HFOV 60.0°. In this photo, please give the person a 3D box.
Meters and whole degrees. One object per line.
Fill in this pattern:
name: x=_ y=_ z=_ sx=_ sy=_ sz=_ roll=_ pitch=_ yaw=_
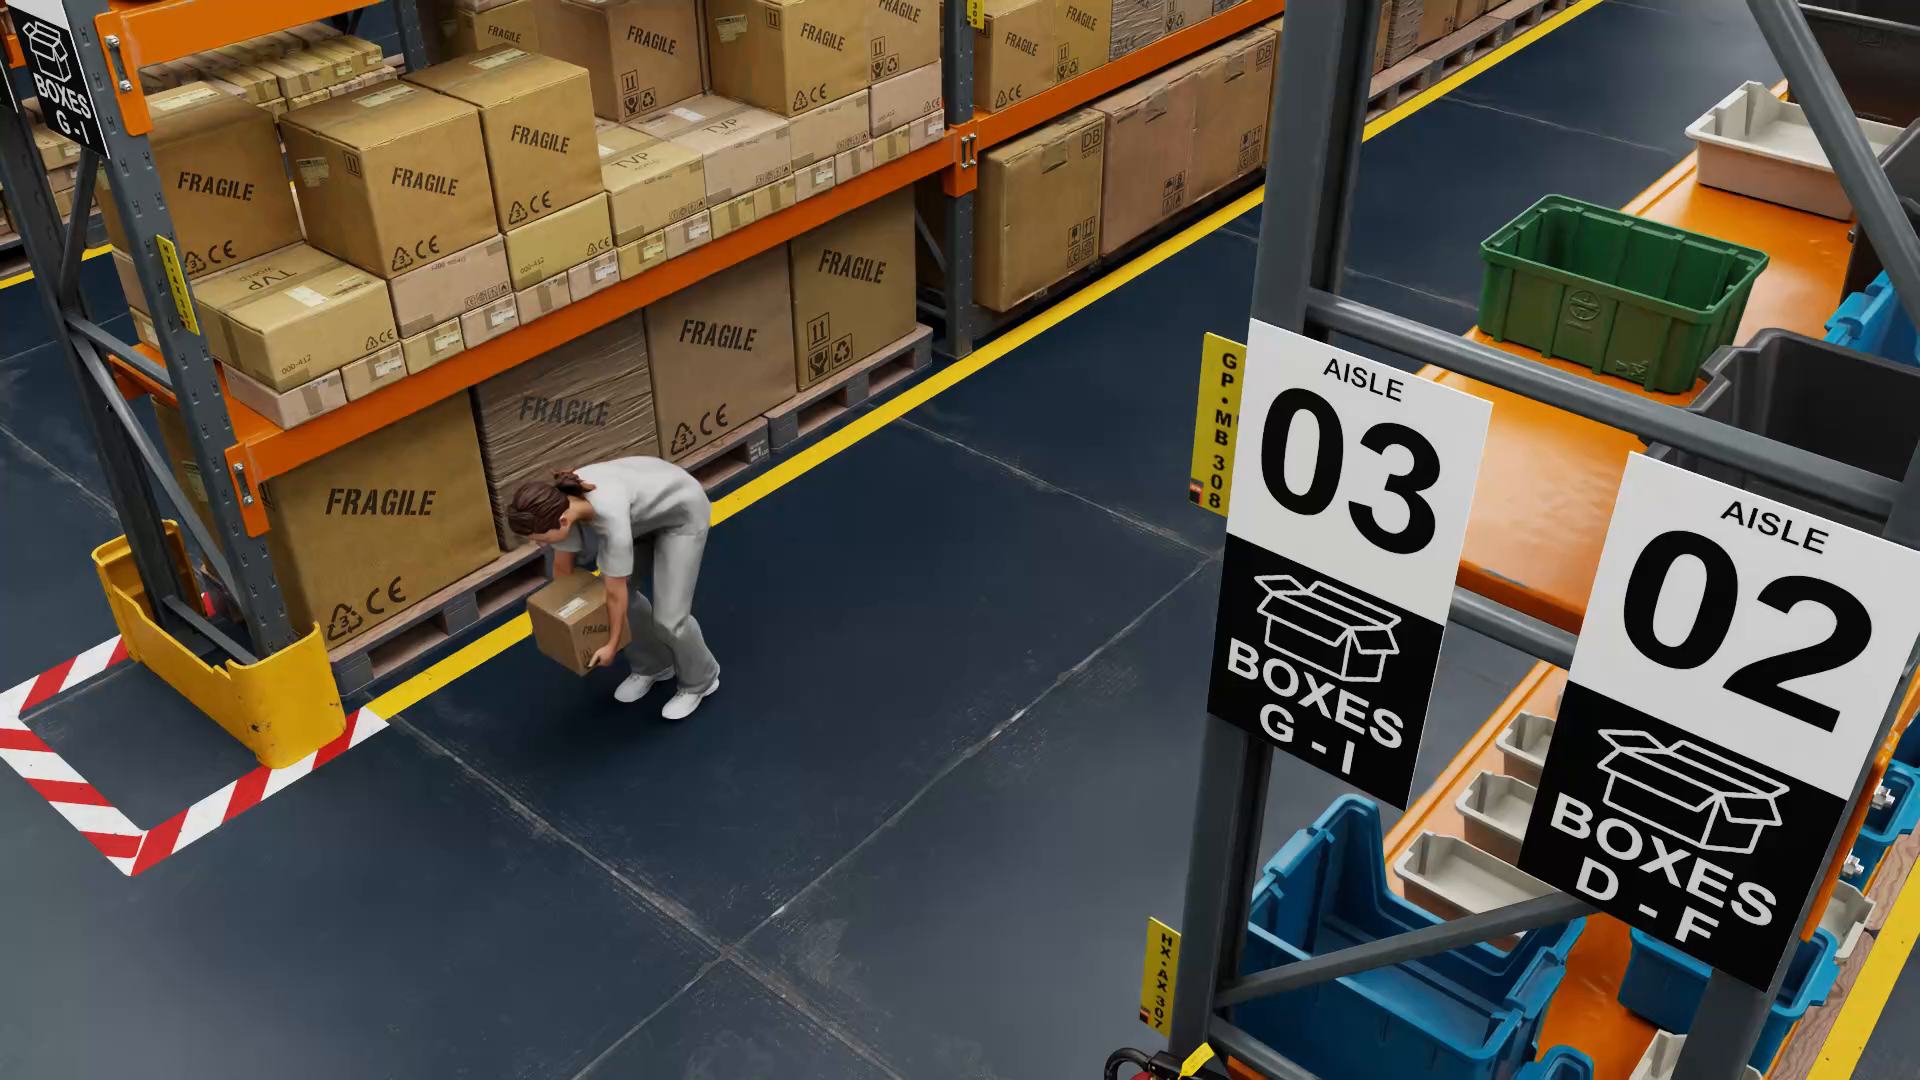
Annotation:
person: x=-1.279 y=0.183 z=6.261 sx=0.423 sy=1.246 sz=0.828 roll=24 pitch=42 yaw=30
